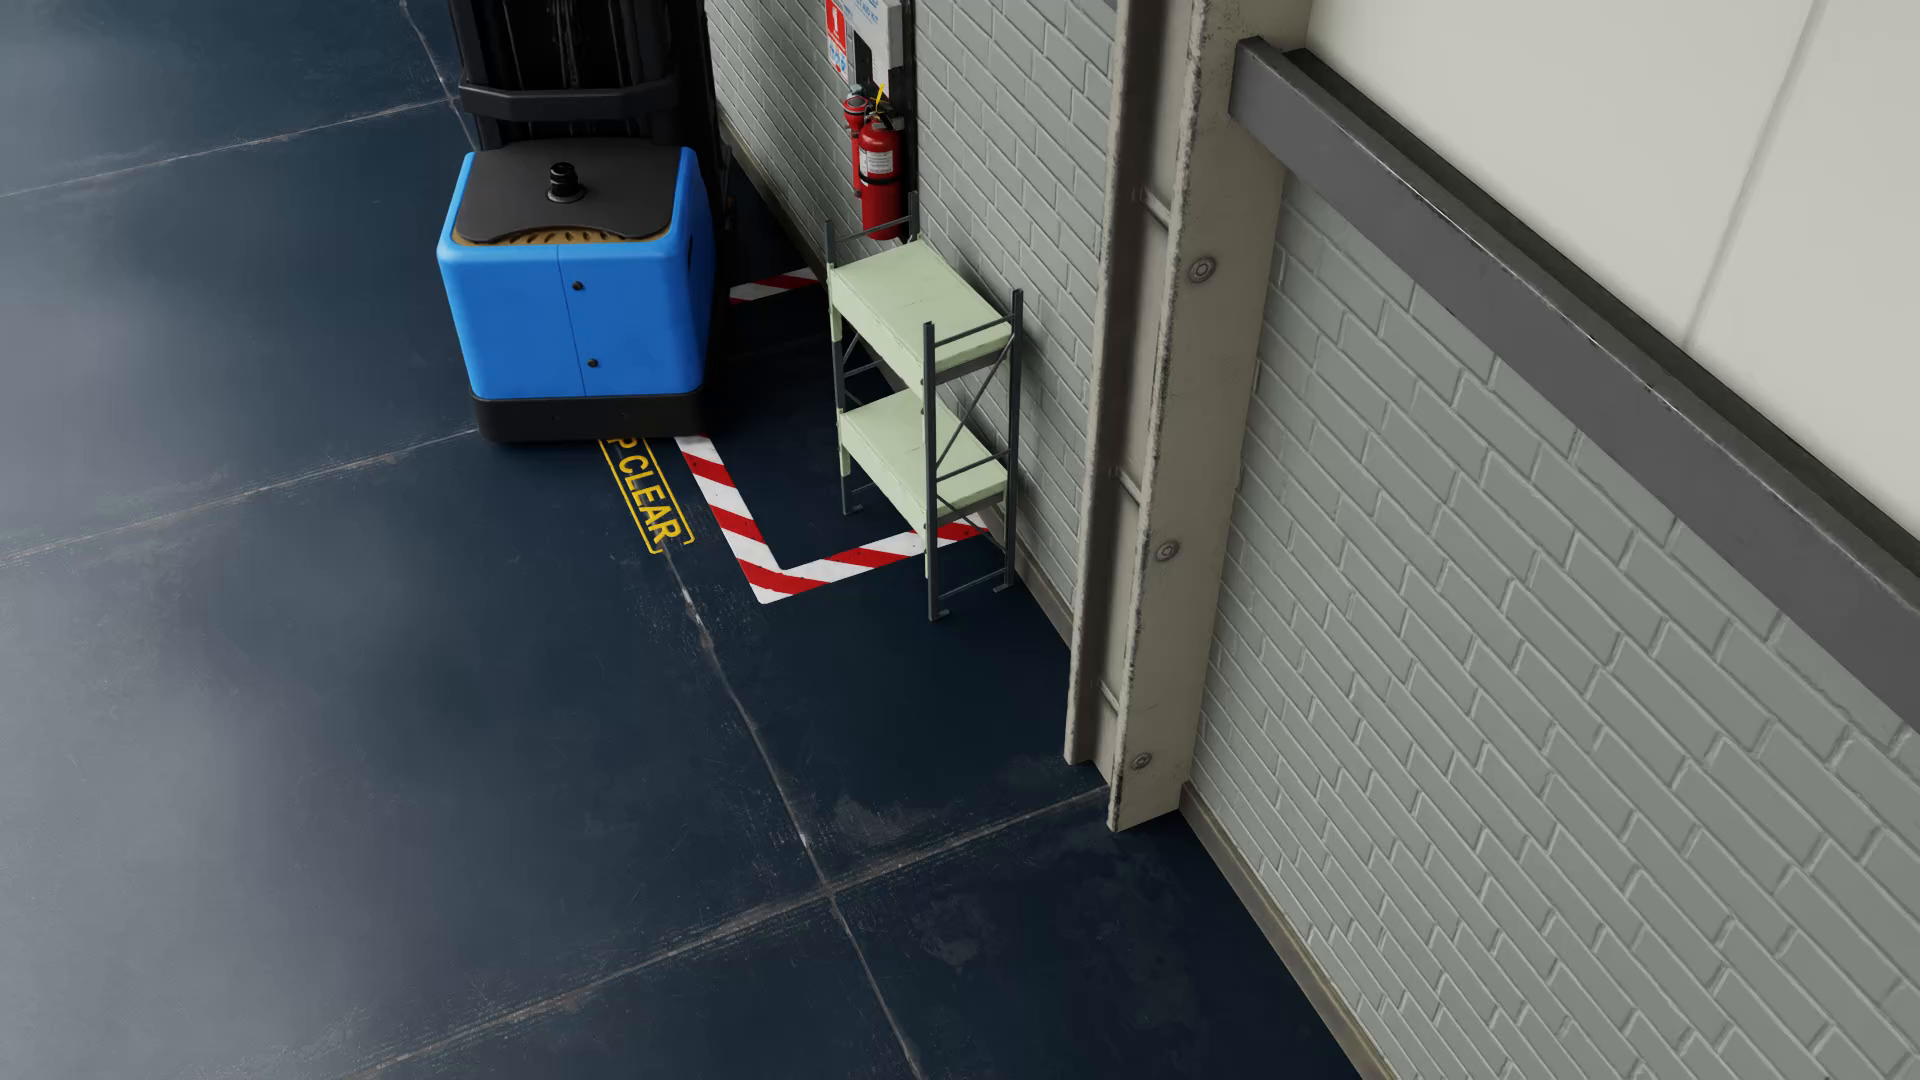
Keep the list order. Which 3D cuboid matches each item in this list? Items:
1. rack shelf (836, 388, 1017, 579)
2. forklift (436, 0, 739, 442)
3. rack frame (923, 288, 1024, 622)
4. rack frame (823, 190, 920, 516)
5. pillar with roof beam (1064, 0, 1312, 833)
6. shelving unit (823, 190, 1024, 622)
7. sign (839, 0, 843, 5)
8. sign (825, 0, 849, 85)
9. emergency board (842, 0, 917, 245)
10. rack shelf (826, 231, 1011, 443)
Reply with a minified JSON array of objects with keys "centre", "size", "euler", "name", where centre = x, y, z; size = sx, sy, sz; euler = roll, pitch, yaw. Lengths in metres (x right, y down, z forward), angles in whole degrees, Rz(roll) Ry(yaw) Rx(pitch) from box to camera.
[{"centre":[-0.142,-0.267,6.786],"size":[0.431,0.370,0.720],"euler":[-23,49,-22],"name":"rack shelf"},{"centre":[-1.715,-2.506,7.572],"size":[1.130,2.935,3.031],"euler":[-2,45,-2],"name":"forklift"},{"centre":[0.049,-0.280,6.334],"size":[0.400,1.500,0.023],"euler":[-23,49,-22],"name":"rack frame"},{"centre":[-0.332,-0.719,6.779],"size":[0.400,1.500,0.023],"euler":[-23,49,-22],"name":"rack frame"},{"centre":[-3.293,-1.038,1.764],"size":[9.100,9.000,0.400],"euler":[-18,47,-17],"name":"pillar with roof beam"},{"centre":[-0.142,-0.499,6.557],"size":[0.431,1.500,0.755],"euler":[-23,49,-22],"name":"shelving unit"},{"centre":[-0.536,-2.338,6.950],"size":[0.001,0.109,0.331],"euler":[-18,47,-17],"name":"sign"},{"centre":[-0.530,-2.155,7.142],"size":[0.001,0.329,0.234],"euler":[-18,47,-17],"name":"sign"},{"centre":[-0.391,-1.760,6.767],"size":[0.194,1.169,0.643],"euler":[-18,47,-17],"name":"emergency board"},{"centre":[-0.142,-0.777,6.283],"size":[0.431,0.370,0.720],"euler":[-23,49,-22],"name":"rack shelf"}]
